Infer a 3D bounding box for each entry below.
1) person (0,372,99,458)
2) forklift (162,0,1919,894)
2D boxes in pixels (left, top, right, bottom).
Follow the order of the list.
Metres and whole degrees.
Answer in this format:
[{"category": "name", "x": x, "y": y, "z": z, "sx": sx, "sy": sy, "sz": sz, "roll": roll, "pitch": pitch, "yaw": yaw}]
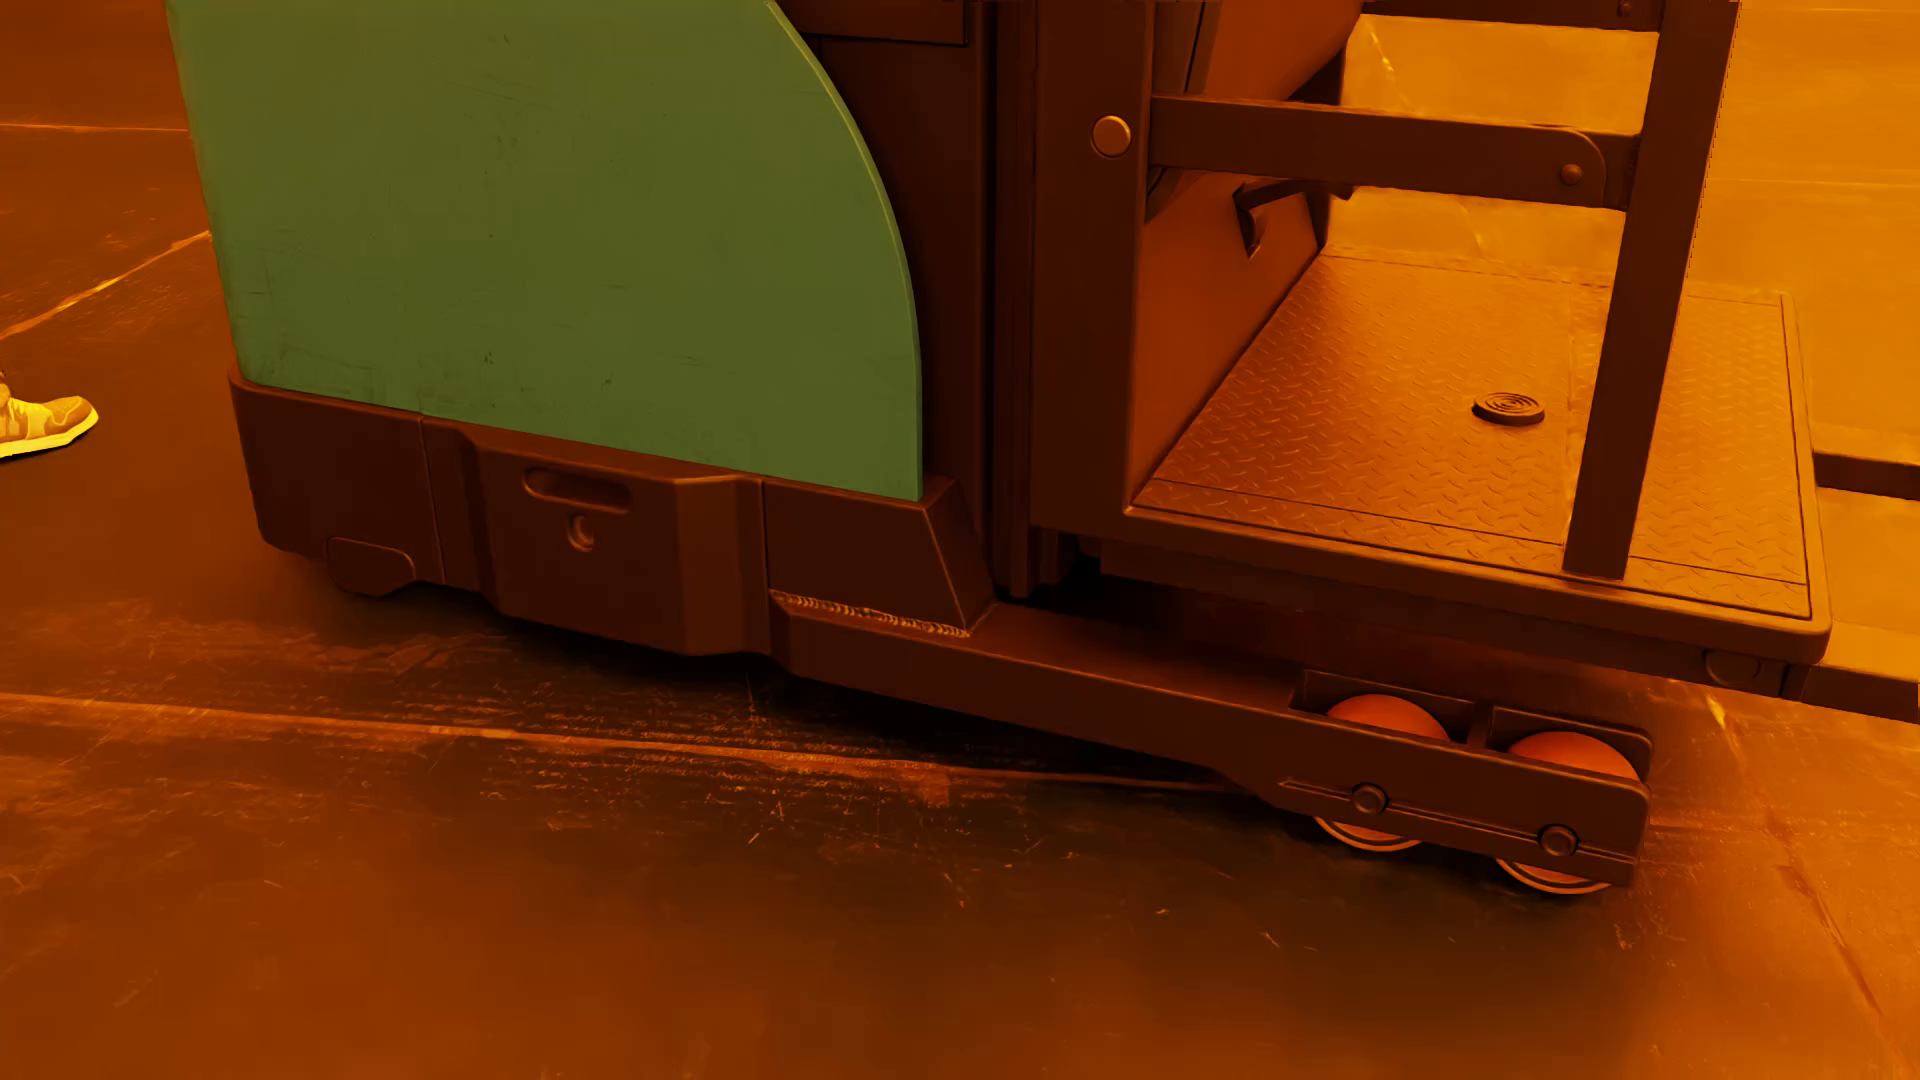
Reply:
[{"category": "person", "x": -1.766, "y": -0.874, "z": 2.463, "sx": 0.538, "sy": 1.598, "sz": 0.390, "roll": 12, "pitch": 29, "yaw": 23}, {"category": "forklift", "x": 0.565, "y": -1.209, "z": 1.640, "sx": 3.031, "sy": 2.935, "sz": 1.130, "roll": 10, "pitch": 28, "yaw": 20}]
